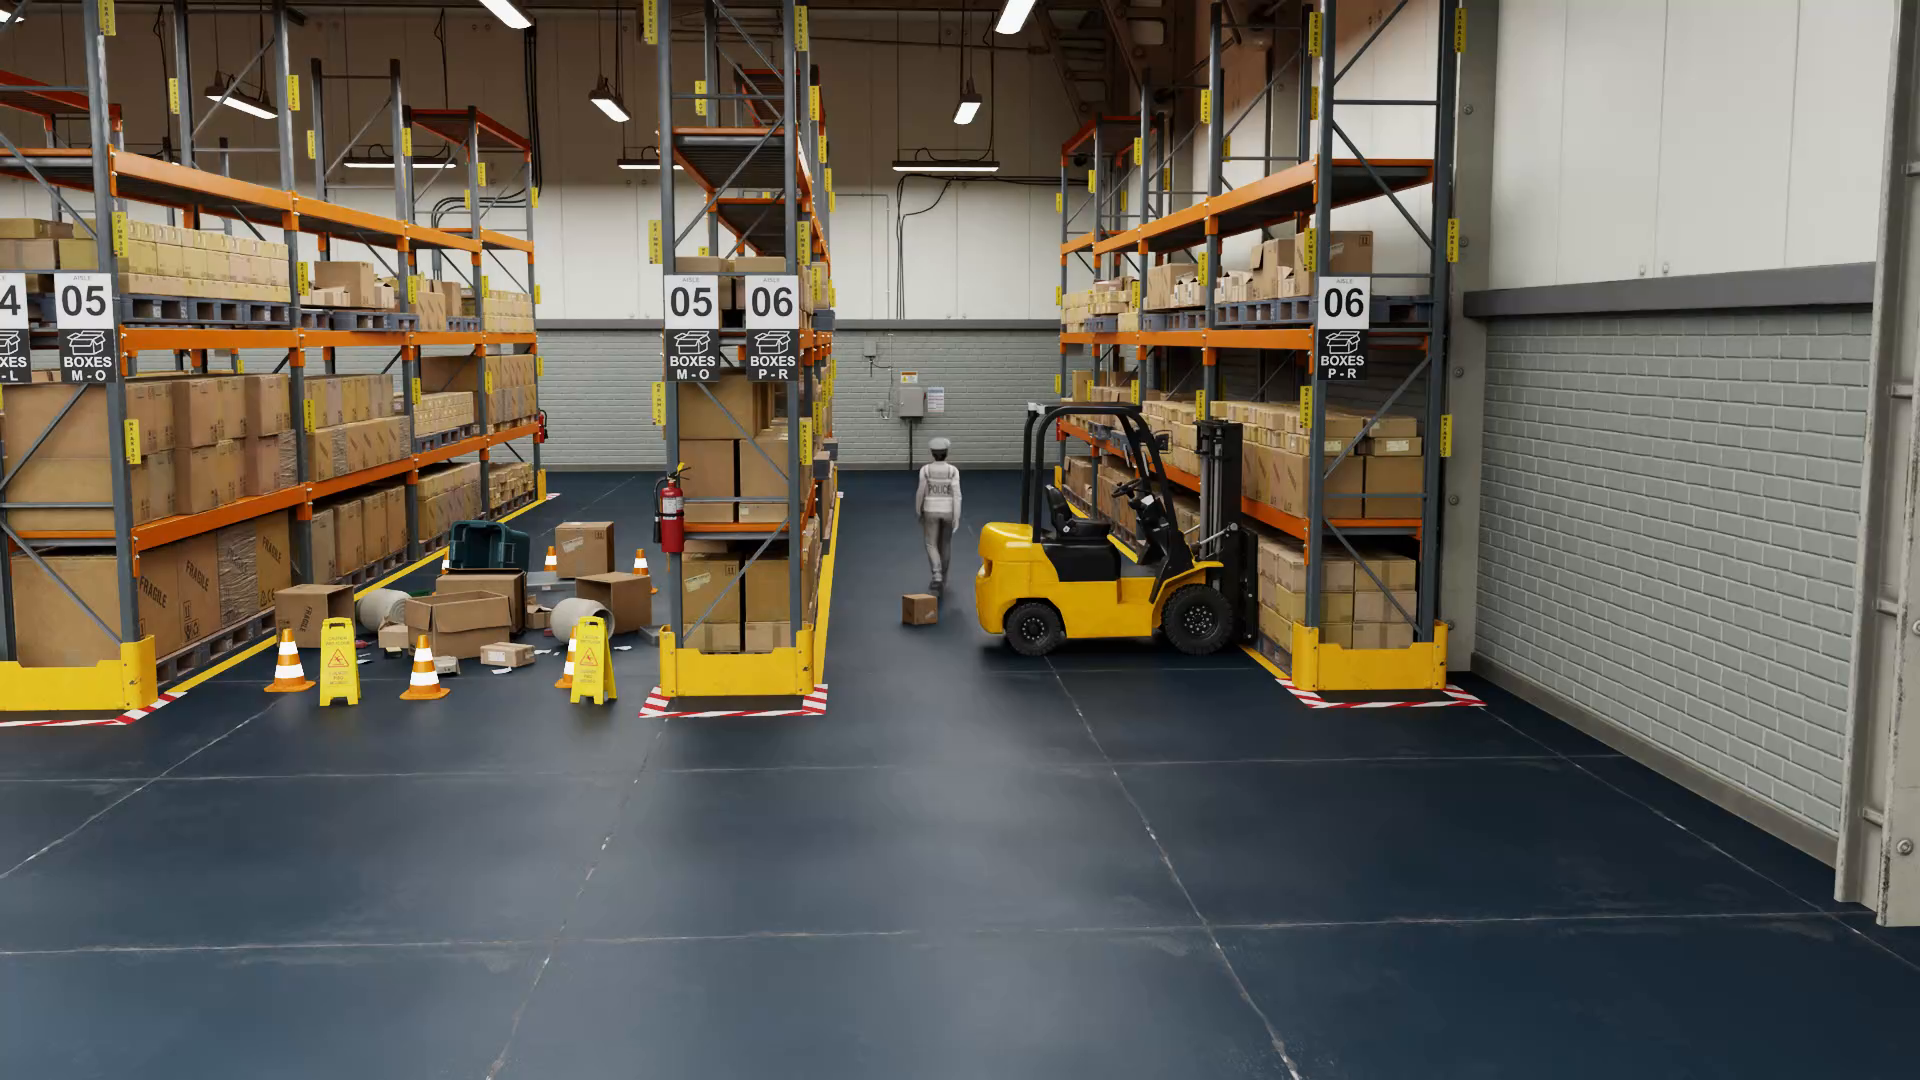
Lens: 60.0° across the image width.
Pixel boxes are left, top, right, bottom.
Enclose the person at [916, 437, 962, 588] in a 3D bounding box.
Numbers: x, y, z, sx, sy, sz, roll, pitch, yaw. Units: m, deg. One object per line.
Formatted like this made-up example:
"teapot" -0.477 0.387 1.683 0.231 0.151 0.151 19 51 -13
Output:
"person" -0.234 -0.288 17.932 0.479 1.639 0.993 -1 7 -9
